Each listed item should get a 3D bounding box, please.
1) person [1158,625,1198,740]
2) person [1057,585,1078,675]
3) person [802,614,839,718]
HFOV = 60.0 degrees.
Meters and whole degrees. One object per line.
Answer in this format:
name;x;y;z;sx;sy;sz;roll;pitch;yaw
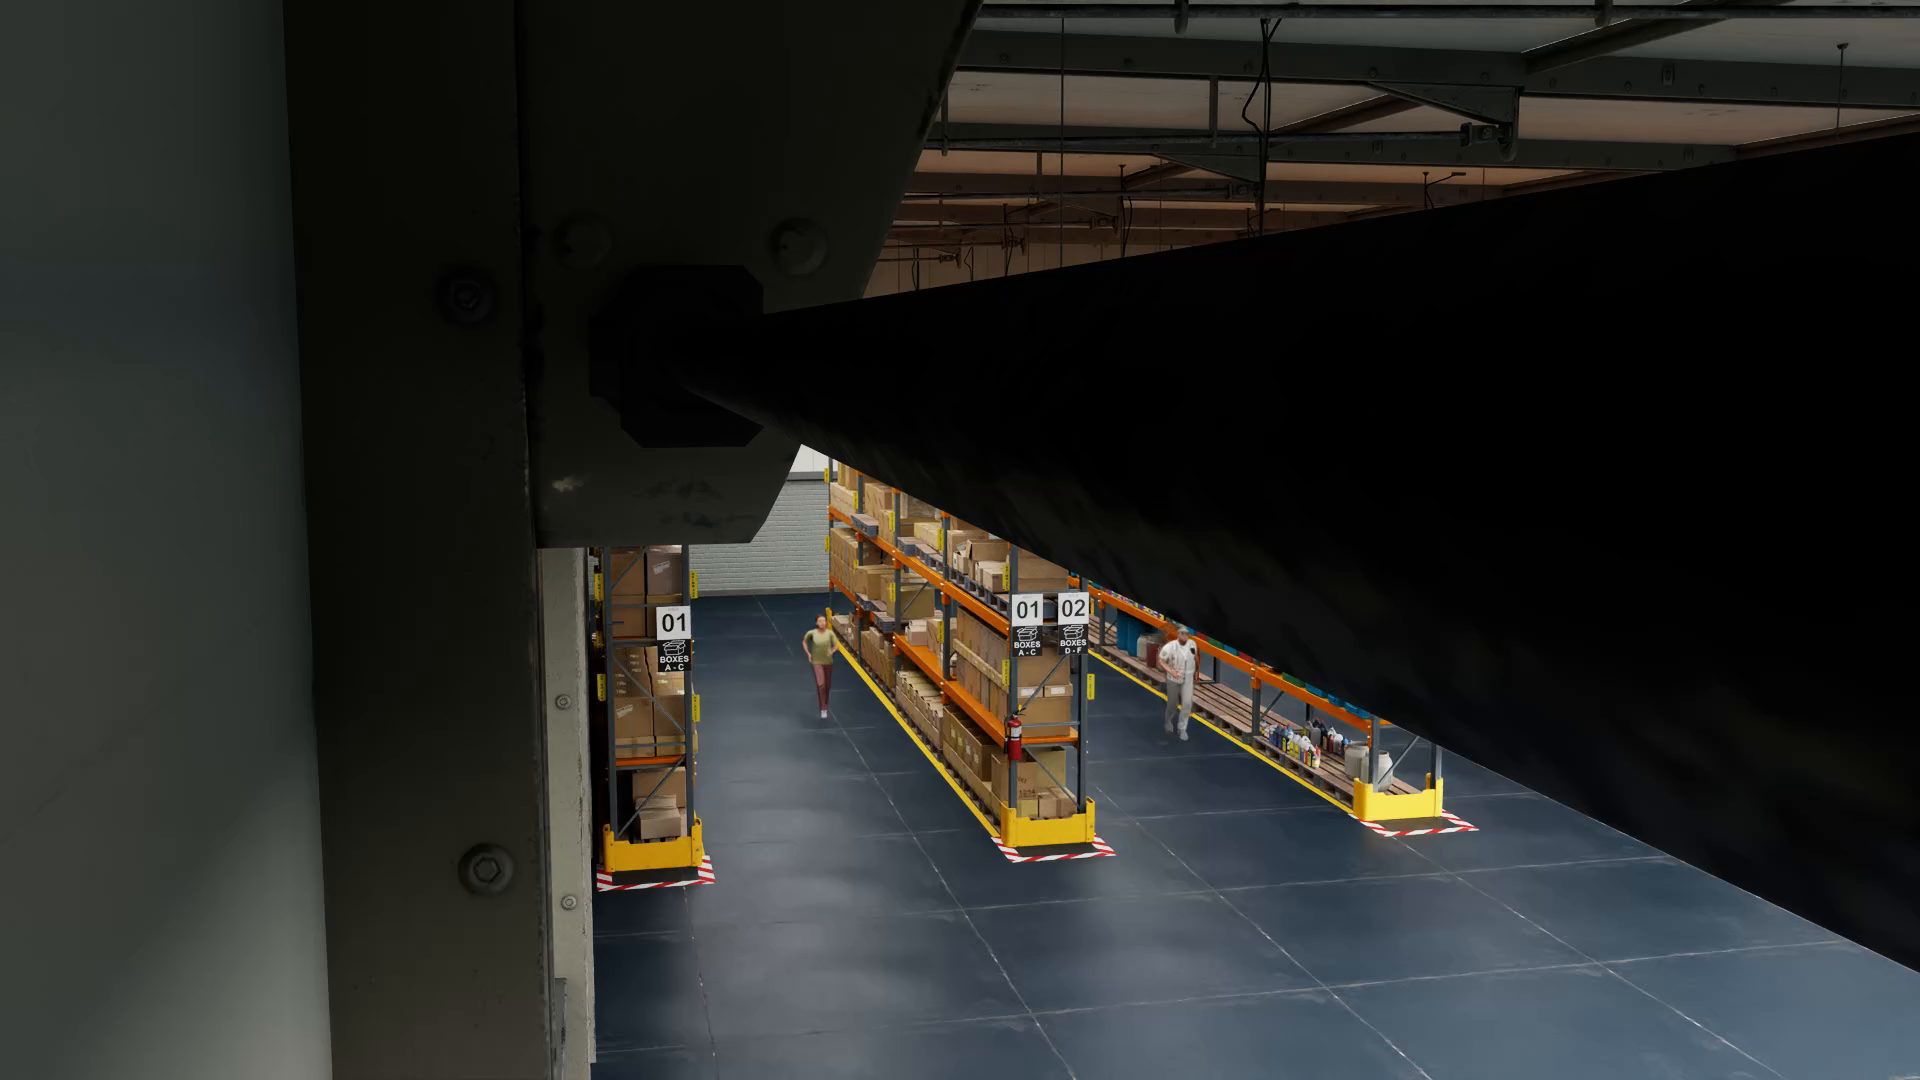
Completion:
person;3.403;2.168;25.759;0.686;1.791;0.896;-1;7;-12
person;2.094;1.707;31.995;0.677;1.688;0.896;-2;7;-14
person;-2.265;2.033;27.174;0.582;1.678;0.772;-2;7;-13
